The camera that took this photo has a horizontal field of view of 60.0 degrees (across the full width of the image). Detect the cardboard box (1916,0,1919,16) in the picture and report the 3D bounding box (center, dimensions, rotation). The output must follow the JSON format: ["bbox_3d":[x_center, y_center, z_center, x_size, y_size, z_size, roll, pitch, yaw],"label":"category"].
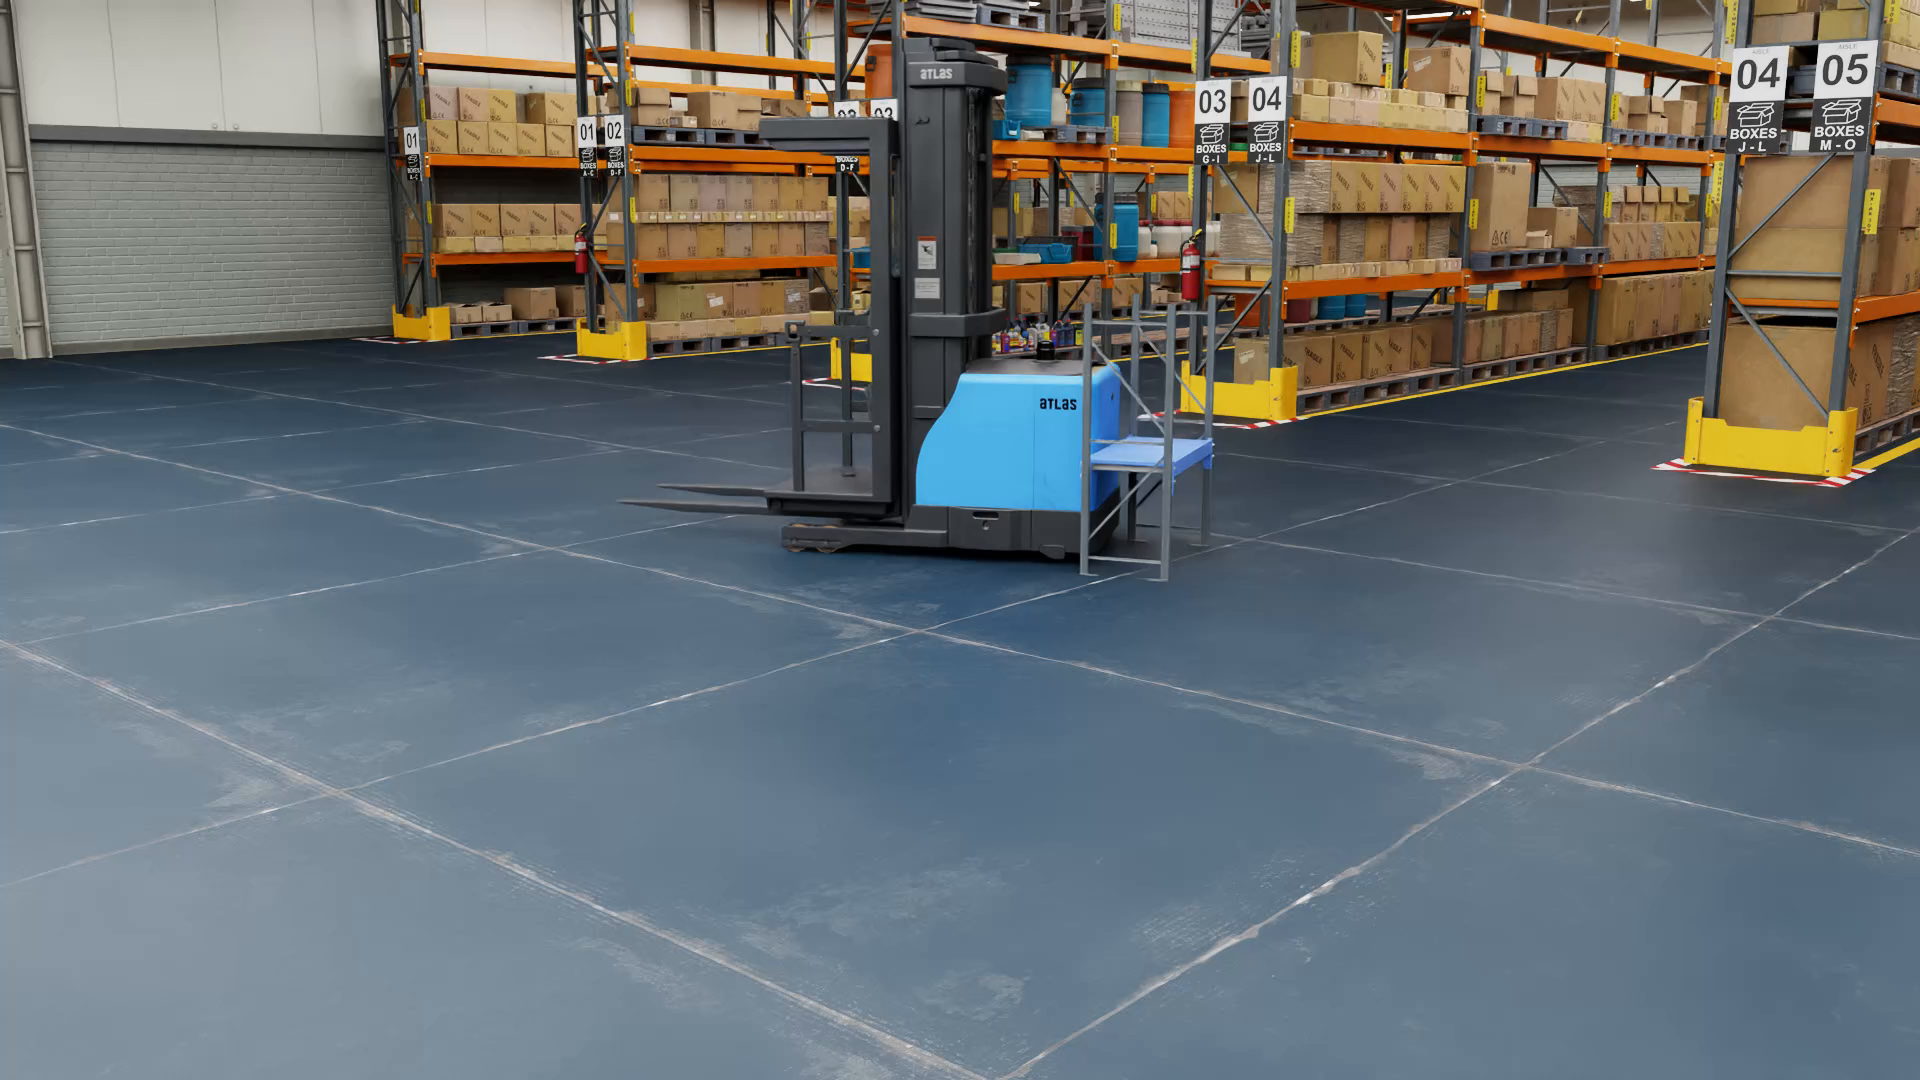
[{"bbox_3d":[7.309,-4.159,12.996,0.380,0.149,0.250,10,15,41],"label":"cardboard box"}]

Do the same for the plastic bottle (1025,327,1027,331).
[{"bbox_3d":[0.869,-2.597,21.368,0.061,0.283,0.133,10,15,40],"label":"plastic bottle"}]

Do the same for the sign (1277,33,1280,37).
[{"bbox_3d":[4.667,-7.233,24.274,0.100,0.325,0.005,10,15,40],"label":"sign"}]

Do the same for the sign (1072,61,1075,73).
[{"bbox_3d":[2.486,-10.344,36.438,0.100,0.325,0.005,10,15,40],"label":"sign"}]

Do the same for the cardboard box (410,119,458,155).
[{"bbox_3d":[-8.066,-6.170,25.480,0.500,0.500,0.500,10,15,42],"label":"cardboard box"}]

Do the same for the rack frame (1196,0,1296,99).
[{"bbox_3d":[2.688,-5.644,15.494,1.000,3.000,0.127,10,15,40],"label":"rack frame"}]

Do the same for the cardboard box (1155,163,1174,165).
[{"bbox_3d":[3.678,-7.186,31.255,0.500,0.250,0.500,10,15,40],"label":"cardboard box"}]

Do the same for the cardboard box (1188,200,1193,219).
[{"bbox_3d":[4.373,-6.473,32.152,0.500,0.500,0.500,9,15,39],"label":"cardboard box"}]

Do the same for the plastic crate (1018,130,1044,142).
[{"bbox_3d":[0.852,-4.984,20.522,0.243,0.136,0.396,10,15,40],"label":"plastic crate"}]

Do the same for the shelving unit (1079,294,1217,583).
[{"bbox_3d":[1.083,-0.617,9.471,0.538,1.500,1.048,4,12,20],"label":"shelving unit"}]

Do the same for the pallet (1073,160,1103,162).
[{"bbox_3d":[2.005,-6.888,29.860,1.213,0.211,1.003,10,15,40],"label":"pallet"}]

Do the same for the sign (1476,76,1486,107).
[{"bbox_3d":[5.741,-4.946,18.338,0.100,0.325,0.005,10,15,40],"label":"sign"}]

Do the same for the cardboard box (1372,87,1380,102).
[{"bbox_3d":[4.058,-4.535,16.966,0.380,0.149,0.250,10,15,40],"label":"cardboard box"}]

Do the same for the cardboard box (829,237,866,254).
[{"bbox_3d":[-1.818,-4.576,25.849,0.500,0.250,0.500,11,16,44],"label":"cardboard box"}]

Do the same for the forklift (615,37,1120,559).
[{"bbox_3d":[-0.581,-1.455,10.012,3.031,2.935,1.130,3,12,13],"label":"forklift"}]

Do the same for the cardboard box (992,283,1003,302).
[{"bbox_3d":[0.370,-4.184,28.018,0.500,0.311,0.500,10,15,42],"label":"cardboard box"}]

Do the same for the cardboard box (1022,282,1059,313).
[{"bbox_3d":[1.387,-4.258,29.131,0.500,0.500,0.500,9,14,38],"label":"cardboard box"}]

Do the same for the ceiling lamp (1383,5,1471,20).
[{"bbox_3d":[9.460,-12.213,33.478,2.000,3.185,0.800,10,15,40],"label":"ceiling lamp"}]

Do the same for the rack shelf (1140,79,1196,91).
[{"bbox_3d":[4.491,-8.631,32.293,1.077,0.370,4.000,10,15,40],"label":"rack shelf"}]

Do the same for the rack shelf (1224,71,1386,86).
[{"bbox_3d":[5.569,-7.207,26.176,1.077,0.370,4.000,10,15,40],"label":"rack shelf"}]

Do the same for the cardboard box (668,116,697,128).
[{"bbox_3d":[-3.841,-5.756,22.925,0.380,0.149,0.250,10,15,40],"label":"cardboard box"}]

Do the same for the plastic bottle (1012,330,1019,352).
[{"bbox_3d":[0.691,-2.512,20.972,0.097,0.271,0.097,0,11,0],"label":"plastic bottle"}]

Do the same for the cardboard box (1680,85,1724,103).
[{"bbox_3d":[11.235,-6.748,25.181,0.500,0.250,0.500,9,14,37],"label":"cardboard box"}]

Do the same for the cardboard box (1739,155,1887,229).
[{"bbox_3d":[6.621,-2.699,12.924,0.875,0.550,0.550,10,15,40],"label":"cardboard box"}]

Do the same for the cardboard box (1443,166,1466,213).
[{"bbox_3d":[5.238,-3.874,18.381,0.500,0.500,0.500,10,15,40],"label":"cardboard box"}]

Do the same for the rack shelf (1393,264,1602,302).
[{"bbox_3d":[6.649,-3.232,20.572,1.077,0.370,4.000,10,15,40],"label":"rack shelf"}]

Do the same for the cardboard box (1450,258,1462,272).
[{"bbox_3d":[5.408,-3.098,18.704,0.380,0.149,0.250,10,15,40],"label":"cardboard box"}]

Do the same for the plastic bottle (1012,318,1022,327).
[{"bbox_3d":[0.764,-2.783,22.124,0.144,0.351,0.185,10,15,42],"label":"plastic bottle"}]

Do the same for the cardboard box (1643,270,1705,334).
[{"bbox_3d":[10.202,-3.535,24.603,1.225,0.875,0.875,10,15,41],"label":"cardboard box"}]

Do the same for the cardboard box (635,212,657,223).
[{"bbox_3d":[-4.330,-4.380,22.573,0.380,0.149,0.250,10,15,40],"label":"cardboard box"}]

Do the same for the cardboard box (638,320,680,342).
[{"bbox_3d":[-4.229,-2.891,22.976,0.500,0.250,0.500,10,15,40],"label":"cardboard box"}]

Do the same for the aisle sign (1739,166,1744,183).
[{"bbox_3d":[13.072,-6.380,27.860,0.394,0.787,0.004,10,15,40],"label":"aisle sign"}]

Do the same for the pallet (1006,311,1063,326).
[{"bbox_3d":[1.052,-3.898,29.188,1.003,0.211,1.213,10,15,40],"label":"pallet"}]

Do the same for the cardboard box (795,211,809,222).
[{"bbox_3d":[-2.464,-4.796,24.655,0.380,0.149,0.250,9,15,39],"label":"cardboard box"}]

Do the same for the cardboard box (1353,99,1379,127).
[{"bbox_3d":[3.866,-4.286,16.736,0.500,0.250,0.500,10,15,40],"label":"cardboard box"}]

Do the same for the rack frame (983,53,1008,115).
[{"bbox_3d":[0.530,-8.102,27.802,1.000,3.000,0.127,10,15,40],"label":"rack frame"}]

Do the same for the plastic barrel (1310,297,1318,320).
[{"bbox_3d":[5.610,-3.840,27.060,0.421,0.512,0.421,0,11,0],"label":"plastic barrel"}]

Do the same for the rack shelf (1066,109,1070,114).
[{"bbox_3d":[0.767,-9.076,35.535,1.077,0.370,4.000,10,15,40],"label":"rack shelf"}]

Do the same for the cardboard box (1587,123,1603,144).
[{"bbox_3d":[7.840,-5.175,21.186,0.500,0.250,0.500,10,15,40],"label":"cardboard box"}]

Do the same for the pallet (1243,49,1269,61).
[{"bbox_3d":[4.748,-7.275,25.162,1.213,0.211,1.003,10,15,40],"label":"pallet"}]

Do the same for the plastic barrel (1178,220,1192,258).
[{"bbox_3d":[3.174,-4.282,23.643,0.433,0.535,0.433,0,11,0],"label":"plastic barrel"}]

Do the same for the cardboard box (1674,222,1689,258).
[{"bbox_3d":[10.174,-4.341,24.030,0.500,0.500,0.500,10,15,42],"label":"cardboard box"}]

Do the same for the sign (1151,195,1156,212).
[{"bbox_3d":[3.590,-6.245,30.866,0.100,0.325,0.005,10,15,40],"label":"sign"}]

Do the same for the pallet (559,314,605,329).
[{"bbox_3d":[-6.250,-3.741,28.403,1.003,0.211,1.213,10,15,40],"label":"pallet"}]

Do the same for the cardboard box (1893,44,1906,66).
[{"bbox_3d":[6.982,-3.695,12.709,0.380,0.149,0.250,10,15,41],"label":"cardboard box"}]

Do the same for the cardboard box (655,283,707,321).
[{"bbox_3d":[-3.901,-3.333,23.272,0.500,0.500,0.500,10,15,40],"label":"cardboard box"}]

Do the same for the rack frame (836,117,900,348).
[{"bbox_3d":[-1.032,-3.342,19.287,1.000,3.000,0.127,10,15,40],"label":"rack frame"}]

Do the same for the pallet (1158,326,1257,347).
[{"bbox_3d":[3.708,-3.043,24.908,1.003,0.211,1.213,10,15,40],"label":"pallet"}]

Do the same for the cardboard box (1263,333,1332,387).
[{"bbox_3d":[3.482,-1.864,17.197,0.500,0.500,0.500,-7,13,-33],"label":"cardboard box"}]

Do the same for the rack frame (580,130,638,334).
[{"bbox_3d":[-4.751,-3.983,22.497,1.000,3.000,0.127,10,15,40],"label":"rack frame"}]

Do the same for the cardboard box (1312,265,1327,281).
[{"bbox_3d":[3.411,-2.659,16.508,0.380,0.149,0.250,10,15,40],"label":"cardboard box"}]

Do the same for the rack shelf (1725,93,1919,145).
[{"bbox_3d":[7.668,-3.458,14.046,1.077,0.370,4.000,10,15,40],"label":"rack shelf"}]

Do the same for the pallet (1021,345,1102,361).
[{"bbox_3d":[1.134,-2.470,22.039,1.003,0.211,1.213,10,15,40],"label":"pallet"}]

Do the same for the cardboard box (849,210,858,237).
[{"bbox_3d":[-2.328,-6.119,32.125,0.500,0.500,0.500,10,15,42],"label":"cardboard box"}]

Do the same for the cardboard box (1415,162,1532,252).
[{"bbox_3d":[5.958,-3.889,19.423,1.000,1.000,1.000,10,15,41],"label":"cardboard box"}]

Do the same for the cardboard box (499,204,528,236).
[{"bbox_3d":[-7.254,-5.105,26.531,0.500,0.500,0.500,9,14,39],"label":"cardboard box"}]

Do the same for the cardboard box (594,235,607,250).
[{"bbox_3d":[-6.254,-4.967,27.753,0.500,0.250,0.500,10,15,41],"label":"cardboard box"}]
